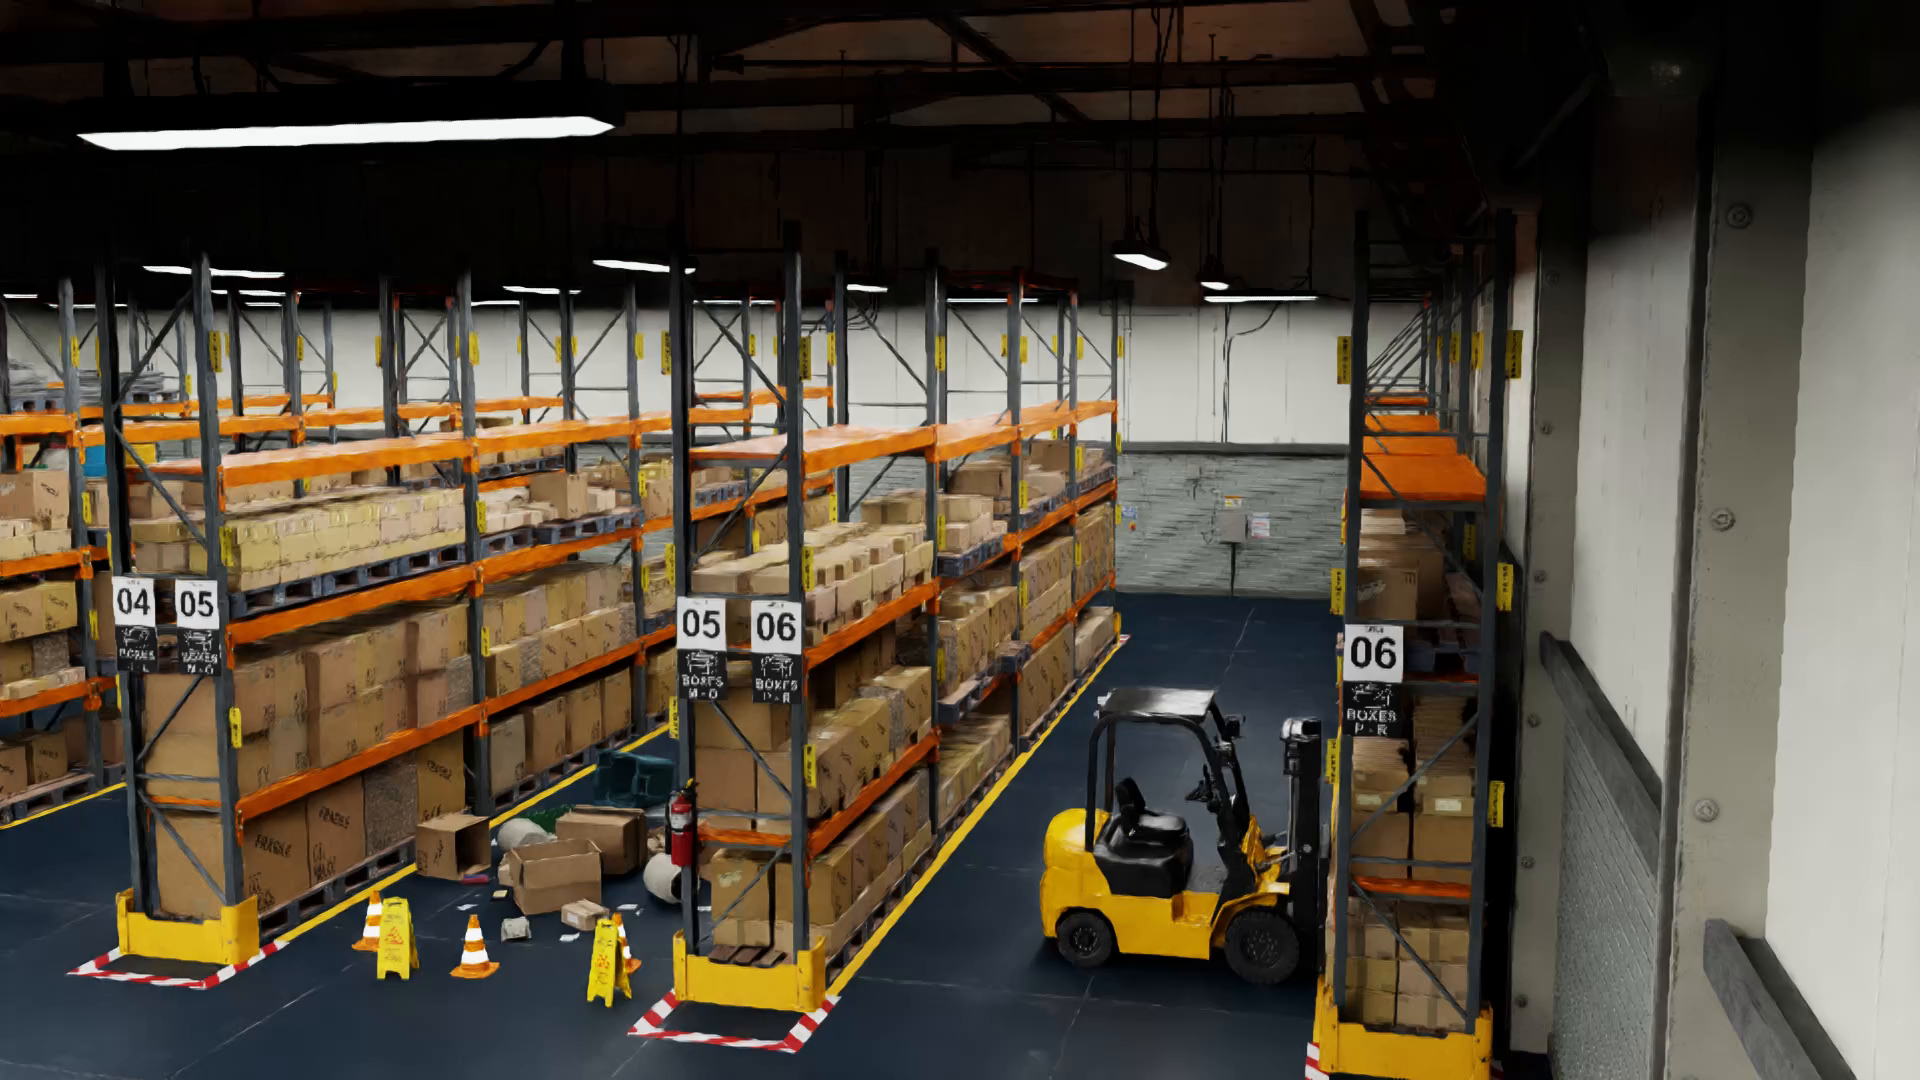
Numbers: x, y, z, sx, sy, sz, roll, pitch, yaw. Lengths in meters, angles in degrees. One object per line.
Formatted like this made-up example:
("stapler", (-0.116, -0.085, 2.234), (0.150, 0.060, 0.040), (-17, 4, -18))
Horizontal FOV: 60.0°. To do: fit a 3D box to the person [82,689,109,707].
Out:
("person", (-11.890, 1.496, 22.946), (0.456, 1.762, 0.607), (-2, 7, -14))
